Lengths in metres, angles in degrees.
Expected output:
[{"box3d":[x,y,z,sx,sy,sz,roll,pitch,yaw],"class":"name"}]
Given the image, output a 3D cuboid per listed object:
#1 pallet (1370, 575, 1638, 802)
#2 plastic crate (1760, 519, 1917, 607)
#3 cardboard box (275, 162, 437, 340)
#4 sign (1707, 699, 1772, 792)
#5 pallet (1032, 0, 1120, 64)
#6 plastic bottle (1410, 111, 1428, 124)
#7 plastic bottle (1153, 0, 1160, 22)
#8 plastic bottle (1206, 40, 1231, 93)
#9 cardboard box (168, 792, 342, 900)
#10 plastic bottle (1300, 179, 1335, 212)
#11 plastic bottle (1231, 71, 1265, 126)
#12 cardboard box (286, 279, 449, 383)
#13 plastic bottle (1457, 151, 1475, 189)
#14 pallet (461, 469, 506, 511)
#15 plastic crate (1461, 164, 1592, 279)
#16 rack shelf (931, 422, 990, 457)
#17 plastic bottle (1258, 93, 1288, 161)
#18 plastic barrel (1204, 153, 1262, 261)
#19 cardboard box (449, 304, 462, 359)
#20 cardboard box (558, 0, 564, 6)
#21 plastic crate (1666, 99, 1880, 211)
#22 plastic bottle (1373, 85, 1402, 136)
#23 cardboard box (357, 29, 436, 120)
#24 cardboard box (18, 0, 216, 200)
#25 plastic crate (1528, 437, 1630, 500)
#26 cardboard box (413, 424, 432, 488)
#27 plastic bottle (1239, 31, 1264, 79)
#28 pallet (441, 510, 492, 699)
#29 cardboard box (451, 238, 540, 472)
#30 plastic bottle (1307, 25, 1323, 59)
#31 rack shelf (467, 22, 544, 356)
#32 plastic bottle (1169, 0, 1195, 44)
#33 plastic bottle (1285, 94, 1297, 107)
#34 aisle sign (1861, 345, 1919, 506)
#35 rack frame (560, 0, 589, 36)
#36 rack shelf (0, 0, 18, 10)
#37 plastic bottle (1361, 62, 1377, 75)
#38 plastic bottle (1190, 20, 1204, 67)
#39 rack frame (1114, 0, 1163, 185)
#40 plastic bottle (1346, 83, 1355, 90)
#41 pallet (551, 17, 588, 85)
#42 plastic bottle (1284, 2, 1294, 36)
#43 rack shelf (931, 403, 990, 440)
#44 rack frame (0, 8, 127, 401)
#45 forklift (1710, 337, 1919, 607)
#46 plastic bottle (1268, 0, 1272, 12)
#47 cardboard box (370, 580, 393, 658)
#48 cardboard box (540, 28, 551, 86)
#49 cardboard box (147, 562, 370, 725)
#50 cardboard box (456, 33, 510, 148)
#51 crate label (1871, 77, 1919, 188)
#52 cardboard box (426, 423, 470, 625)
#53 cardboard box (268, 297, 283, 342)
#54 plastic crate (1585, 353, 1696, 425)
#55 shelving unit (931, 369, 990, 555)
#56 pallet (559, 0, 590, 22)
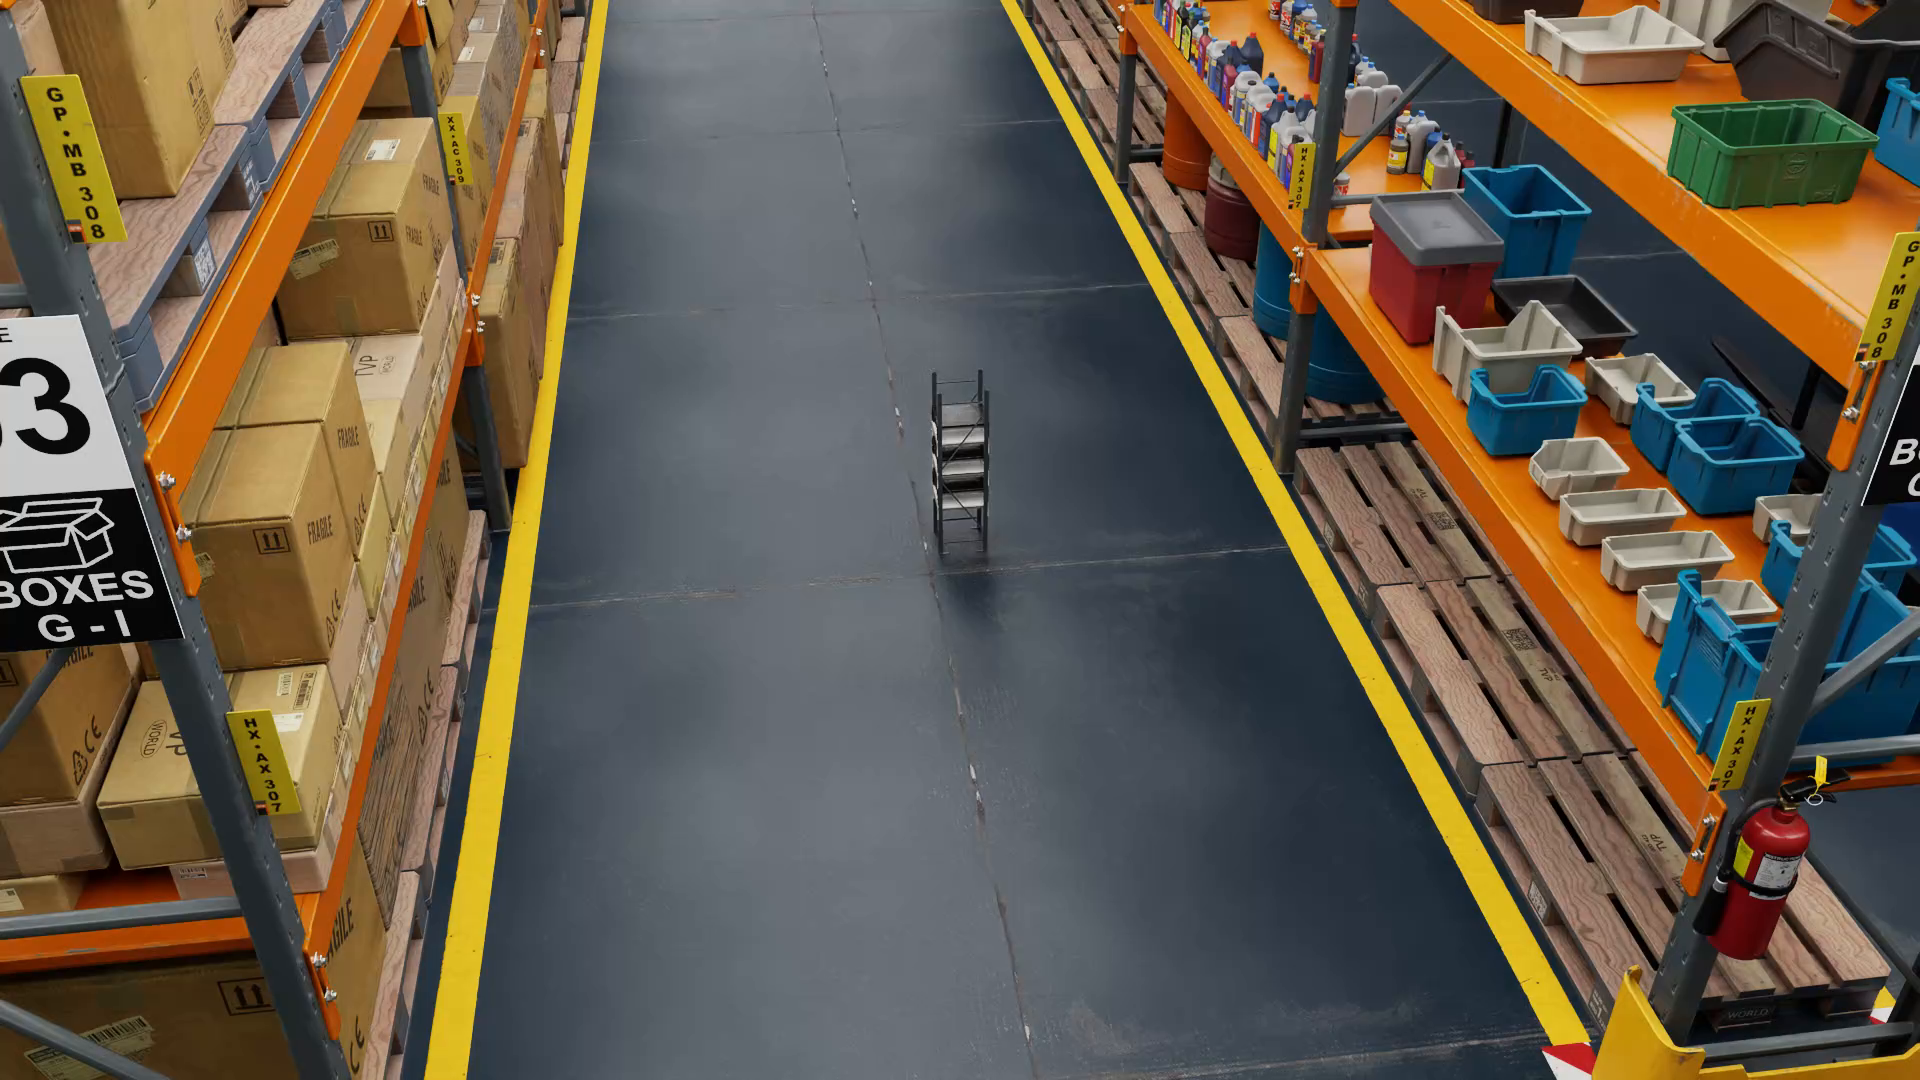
[{"box3d":[2.466,0.597,7.186,1.003,0.211,1.213,-4,35,-6],"class":"pallet"},{"box3d":[2.904,0.101,5.533,0.416,0.233,0.300,-4,35,-6],"class":"plastic crate"},{"box3d":[-2.357,-1.124,6.440,0.500,0.500,0.500,-4,34,-6],"class":"cardboard box"},{"box3d":[2.156,0.570,4.604,0.100,0.325,0.005,-4,35,-6],"class":"sign"},{"box3d":[1.229,-4.522,14.698,1.003,0.211,1.213,-4,35,-6],"class":"pallet"},{"box3d":[2.439,-2.150,8.855,0.097,0.271,0.097,0,34,0],"class":"plastic bottle"},{"box3d":[1.361,-3.560,10.920,0.152,0.276,0.135,-4,35,-6],"class":"plastic bottle"},{"box3d":[1.548,-2.786,9.785,0.152,0.276,0.135,-4,35,-6],"class":"plastic bottle"},{"box3d":[-1.930,0.843,4.572,0.380,0.149,0.250,-4,34,-6],"class":"cardboard box"},{"box3d":[1.788,-1.789,8.322,0.152,0.276,0.135,-4,35,-6],"class":"plastic bottle"},{"box3d":[1.622,-2.479,9.334,0.152,0.276,0.135,-4,35,-6],"class":"plastic bottle"},{"box3d":[-2.355,-0.816,6.652,0.500,0.250,0.500,-3,34,-5],"class":"cardboard box"},{"box3d":[2.535,-1.834,8.381,0.061,0.283,0.133,-4,35,-6],"class":"plastic bottle"},{"box3d":[-2.925,-0.542,8.858,1.003,0.211,1.213,-4,35,-6],"class":"pallet"},{"box3d":[2.562,-1.428,7.643,0.392,0.384,0.575,-4,35,-6],"class":"plastic crate"},{"box3d":[0.001,-0.489,7.907,0.258,0.077,0.200,-4,35,-6],"class":"rack shelf"},{"box3d":[1.688,-2.216,8.882,0.144,0.351,0.185,-4,35,-6],"class":"plastic bottle"},{"box3d":[1.858,-2.152,10.513,0.600,0.588,0.708,-4,35,-6],"class":"plastic barrel"},{"box3d":[-2.346,-0.877,7.096,0.380,0.149,0.250,-4,34,-5],"class":"cardboard box"},{"box3d":[-3.837,-5.101,14.918,0.500,0.500,0.500,-5,35,-8],"class":"cardboard box"},{"box3d":[2.283,-1.094,4.716,0.450,0.188,0.336,-4,35,-6],"class":"plastic crate"},{"box3d":[2.352,-2.398,9.215,0.152,0.276,0.135,-4,35,-6],"class":"plastic bottle"},{"box3d":[-2.841,-2.082,7.661,0.797,0.503,0.637,-5,35,-8],"class":"cardboard box"},{"box3d":[-2.288,-1.143,4.049,0.700,0.500,0.500,-6,35,-8],"class":"cardboard box"},{"box3d":[2.265,-0.250,6.134,0.298,0.136,0.250,-4,35,-6],"class":"plastic crate"},{"box3d":[-2.208,-0.304,6.255,0.380,0.149,0.250,-5,35,-7],"class":"cardboard box"},{"box3d":[1.698,-2.814,9.759,0.144,0.351,0.185,-4,35,-6],"class":"plastic bottle"},{"box3d":[-2.722,0.313,7.604,1.003,0.211,1.213,-4,35,-6],"class":"pallet"},{"box3d":[-2.853,-0.921,8.452,1.225,0.875,0.875,-4,35,-6],"class":"cardboard box"},{"box3d":[2.207,-3.081,10.284,0.097,0.201,0.097,0,34,0],"class":"plastic bottle"},{"box3d":[-3.016,-2.089,9.290,1.077,0.370,4.000,-4,35,-6],"class":"rack shelf"},{"box3d":[1.423,-3.302,10.541,0.152,0.276,0.135,-4,35,-6],"class":"plastic bottle"},{"box3d":[1.792,-2.292,9.064,0.097,0.271,0.097,0,34,0],"class":"plastic bottle"},{"box3d":[2.418,-0.425,3.901,0.394,0.787,0.004,-4,35,-6],"class":"aisle sign"},{"box3d":[-3.823,-5.734,14.001,1.000,3.000,0.127,-4,35,-6],"class":"rack frame"},{"box3d":[-2.478,-2.170,4.438,1.077,0.370,4.000,-4,35,-6],"class":"rack shelf"},{"box3d":[2.332,-2.592,9.504,0.097,0.271,0.097,0,34,0],"class":"plastic bottle"},{"box3d":[1.461,-3.030,10.147,0.097,0.271,0.097,0,34,0],"class":"plastic bottle"},{"box3d":[1.623,-3.877,11.276,1.000,3.000,0.127,-4,35,-6],"class":"rack frame"},{"box3d":[2.200,-2.476,9.397,0.097,0.201,0.097,0,34,0],"class":"plastic bottle"},{"box3d":[-3.717,-4.147,14.148,1.003,0.211,1.213,-4,35,-6],"class":"pallet"},{"box3d":[2.142,-3.353,10.683,0.097,0.201,0.097,0,34,0],"class":"plastic bottle"},{"box3d":[0.001,-0.563,7.857,0.258,0.077,0.200,-4,35,-6],"class":"rack shelf"},{"box3d":[-2.209,-1.517,2.485,1.000,3.000,0.127,-4,35,-6],"class":"rack frame"},{"box3d":[4.760,-1.354,7.634,1.130,2.935,3.031,-2,34,-4],"class":"forklift"},{"box3d":[2.100,-3.635,11.025,0.061,0.283,0.133,-4,35,-6],"class":"plastic bottle"},{"box3d":[-2.070,0.270,5.414,0.380,0.149,0.250,-5,35,-7],"class":"cardboard box"},{"box3d":[-3.565,-3.648,12.768,0.700,0.500,0.500,-2,34,-2],"class":"cardboard box"},{"box3d":[-2.082,0.323,4.981,0.500,0.250,0.500,-5,35,-7],"class":"cardboard box"},{"box3d":[-2.771,-2.435,9.070,0.500,0.500,0.500,-4,34,-5],"class":"cardboard box"},{"box3d":[2.895,-1.130,4.713,0.408,0.251,0.502,-4,35,-6],"class":"crate label"},{"box3d":[-2.737,-0.191,7.381,0.875,0.875,0.875,-4,35,-6],"class":"cardboard box"},{"box3d":[-2.877,-1.079,6.372,0.500,0.500,0.500,-4,35,-6],"class":"cardboard box"},{"box3d":[2.693,-0.612,6.665,0.293,0.136,0.466,-4,35,-6],"class":"plastic crate"},{"box3d":[0.001,-0.367,7.990,0.258,0.900,0.210,-4,35,-6],"class":"shelving unit"},{"box3d":[-3.948,-4.954,15.332,1.003,0.211,1.213,-4,35,-6],"class":"pallet"}]
